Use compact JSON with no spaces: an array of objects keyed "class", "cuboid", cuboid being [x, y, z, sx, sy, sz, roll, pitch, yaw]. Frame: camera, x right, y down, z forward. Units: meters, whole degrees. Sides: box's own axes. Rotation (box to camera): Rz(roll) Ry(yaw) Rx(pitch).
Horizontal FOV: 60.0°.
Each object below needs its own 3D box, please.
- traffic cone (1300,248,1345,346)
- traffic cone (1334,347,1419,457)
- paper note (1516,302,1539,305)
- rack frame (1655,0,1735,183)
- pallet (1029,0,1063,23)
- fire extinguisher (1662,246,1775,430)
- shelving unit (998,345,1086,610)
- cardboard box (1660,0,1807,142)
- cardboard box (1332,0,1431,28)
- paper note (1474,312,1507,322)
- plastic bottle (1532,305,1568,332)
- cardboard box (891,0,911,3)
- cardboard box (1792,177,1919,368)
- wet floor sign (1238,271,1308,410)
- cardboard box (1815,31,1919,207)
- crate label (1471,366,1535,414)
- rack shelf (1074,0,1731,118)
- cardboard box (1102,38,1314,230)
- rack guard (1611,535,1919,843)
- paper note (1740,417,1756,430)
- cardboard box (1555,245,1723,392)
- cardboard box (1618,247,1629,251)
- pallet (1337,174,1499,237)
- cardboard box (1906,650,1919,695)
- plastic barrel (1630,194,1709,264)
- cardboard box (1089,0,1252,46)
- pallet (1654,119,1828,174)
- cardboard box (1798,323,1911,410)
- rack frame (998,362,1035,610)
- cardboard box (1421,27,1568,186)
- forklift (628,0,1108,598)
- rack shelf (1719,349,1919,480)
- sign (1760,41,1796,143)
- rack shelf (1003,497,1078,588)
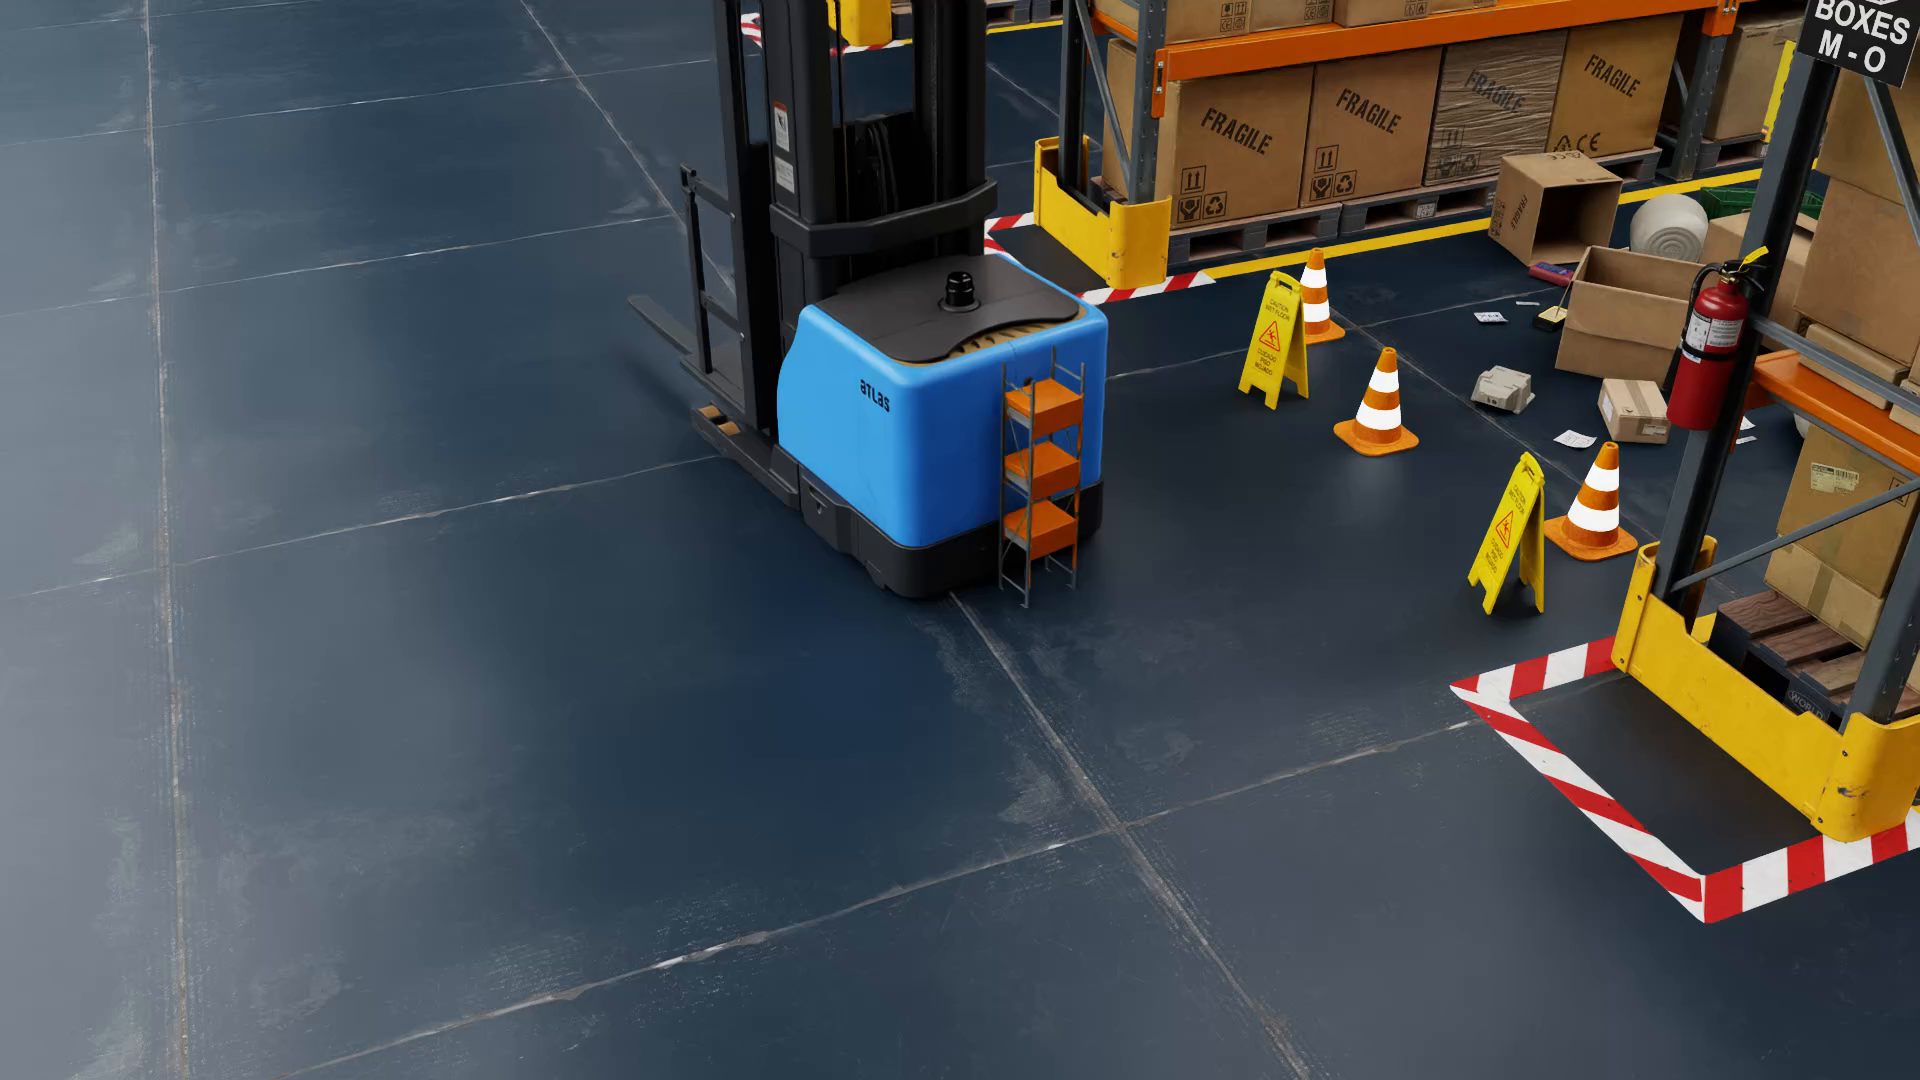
[{"class":"traffic cone","cuboid":[1.880,-1.332,8.873,0.334,0.463,0.336,-13,35,-19]},{"class":"traffic cone","cuboid":[2.003,-0.692,7.889,0.334,0.463,0.336,-13,35,-19]},{"class":"paper note","cuboid":[3.165,-1.318,9.267,0.123,0.001,0.032,4,33,6]},{"class":"rack frame","cuboid":[4.528,-3.842,10.404,0.127,3.000,1.000,-13,35,-19]},{"class":"pallet","cuboid":[0.969,-4.769,14.386,1.213,0.211,1.003,-13,35,-19]},{"class":"fire extinguisher","cuboid":[2.566,-0.705,5.653,0.183,0.674,0.296,-13,35,-19]},{"class":"shelving unit","cuboid":[0.321,-0.237,6.652,0.252,1.050,0.215,-21,39,-29]},{"class":"cardboard box","cuboid":[5.066,-3.251,11.174,0.750,0.750,1.050,-13,35,-19]},{"class":"cardboard box","cuboid":[2.228,-3.343,9.500,0.550,0.550,0.875,-13,35,-19]},{"class":"paper note","cuboid":[2.905,-1.220,9.099,0.142,0.017,0.144,-2,33,-2]},{"class":"plastic bottle","cuboid":[3.252,-1.217,9.064,0.283,0.061,0.133,-27,42,-35]},{"class":"cardboard box","cuboid":[-0.405,-4.764,13.729,0.500,0.500,0.500,-7,34,-10]},{"class":"cardboard box","cuboid":[3.243,-0.949,5.594,0.500,0.500,0.500,-14,35,-20]},{"class":"wet floor sign","cuboid":[1.580,-1.009,8.208,0.232,0.644,0.267,-19,38,-27]},{"class":"cardboard box","cuboid":[3.236,-1.333,5.267,0.500,0.500,0.700,-14,35,-20]},{"class":"crate label","cuboid":[2.704,-0.753,8.281,0.250,0.136,0.298,23,39,30]},{"class":"rack shelf","cuboid":[2.684,-3.118,9.951,4.000,0.370,1.077,-13,35,-19]},{"class":"cardboard box","cuboid":[1.440,-2.459,9.842,0.875,0.875,0.875,-13,35,-19]},{"class":"rack guard","cuboid":[2.920,0.502,6.020,0.348,0.500,1.175,-13,35,-19]},{"class":"paper note","cuboid":[3.792,-0.585,8.131,0.142,0.019,0.148,-2,33,-2]},{"class":"cardboard box","cuboid":[3.489,-1.127,8.521,0.797,0.503,0.637,16,36,23]},{"class":"cardboard box","cuboid":[3.656,-1.407,9.168,0.258,0.266,0.396,-7,34,-11]},{"class":"pallet","cuboid":[2.670,-2.292,10.579,1.213,0.211,1.003,-13,35,-19]},{"class":"cardboard box","cuboid":[3.700,0.416,5.997,0.500,0.250,0.500,-13,35,-19]},{"class":"plastic barrel","cuboid":[4.076,-1.751,9.553,0.421,0.421,0.512,10,34,14]},{"class":"cardboard box","cuboid":[1.165,-3.161,9.220,0.550,0.550,0.875,-13,35,-19]},{"class":"pallet","cuboid":[5.211,-2.874,11.473,1.213,0.211,1.003,-13,35,-19]},{"class":"cardboard box","cuboid":[3.112,-0.611,5.668,0.250,0.149,0.380,-12,35,-17]},{"class":"rack frame","cuboid":[0.221,-0.199,6.593,0.008,1.050,0.200,-21,39,-29]},{"class":"cardboard box","cuboid":[3.092,-2.837,10.423,0.875,0.875,0.875,-13,35,-19]},{"class":"forklift","cuboid":[-0.632,-1.751,7.253,1.130,2.935,3.031,-21,38,-28]},{"class":"rack shelf","cuboid":[4.694,-0.650,6.158,4.000,0.370,1.077,-13,35,-19]},{"class":"sign","cuboid":[2.653,-1.430,5.347,0.005,0.325,0.100,-13,35,-19]},{"class":"rack shelf","cuboid":[0.321,0.004,6.810,0.240,0.259,0.215,-21,39,-29]}]
